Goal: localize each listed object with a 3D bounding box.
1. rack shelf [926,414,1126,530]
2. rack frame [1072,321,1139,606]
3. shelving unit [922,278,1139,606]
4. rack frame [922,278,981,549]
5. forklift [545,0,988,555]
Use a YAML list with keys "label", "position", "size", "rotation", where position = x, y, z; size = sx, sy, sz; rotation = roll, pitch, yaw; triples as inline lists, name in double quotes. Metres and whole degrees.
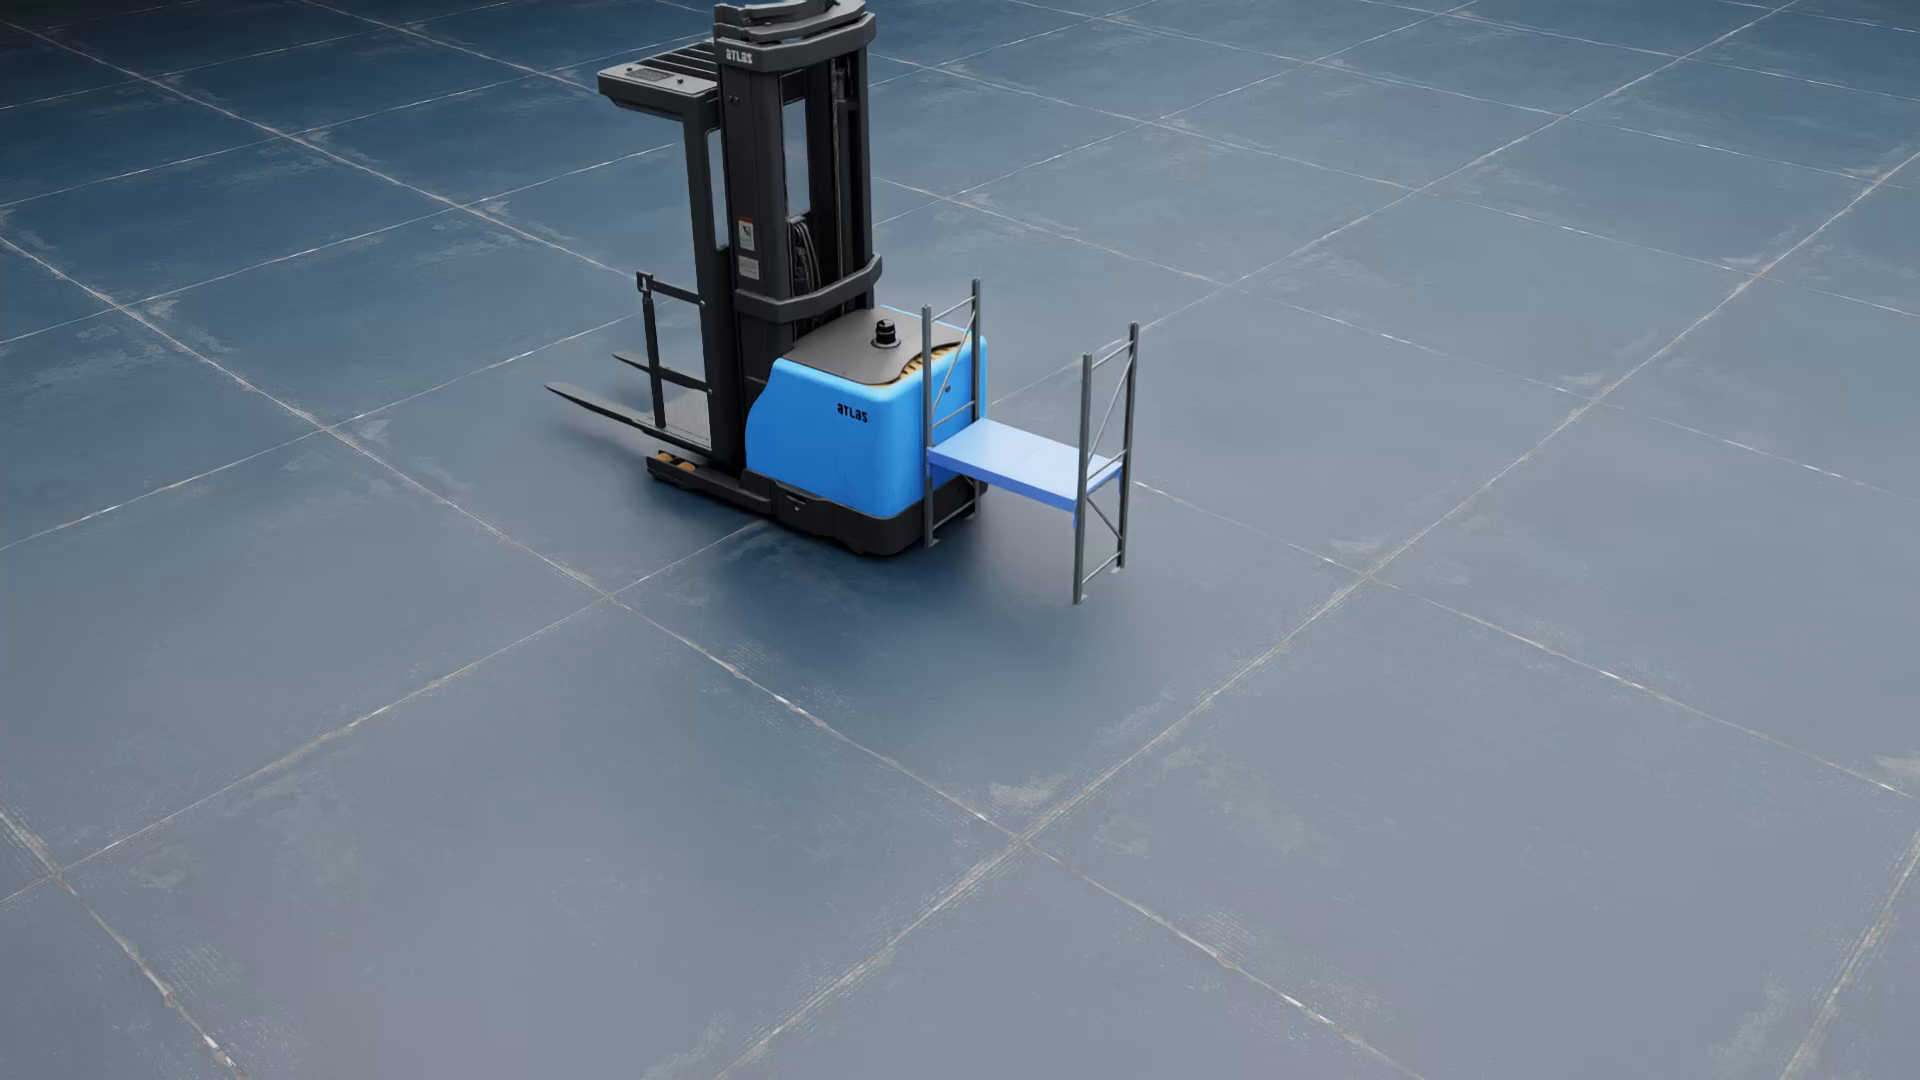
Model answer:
- label: "rack shelf"
  position: [0.366, -0.391, 9.239]
  size: [1.000, 0.185, 0.538]
  rotation: [21, 37, 30]
- label: "rack frame"
  position: [0.776, -0.391, 8.890]
  size: [0.032, 1.500, 0.500]
  rotation: [21, 37, 30]
- label: "shelving unit"
  position: [0.366, -0.545, 9.146]
  size: [1.048, 1.500, 0.538]
  rotation: [21, 37, 30]
- label: "rack frame"
  position: [-0.045, -0.700, 9.403]
  size: [0.032, 1.500, 0.500]
  rotation: [21, 37, 30]
- label: "forklift"
  position: [-1.320, -1.764, 9.783]
  size: [3.031, 2.935, 1.130]
  rotation: [21, 37, 30]
